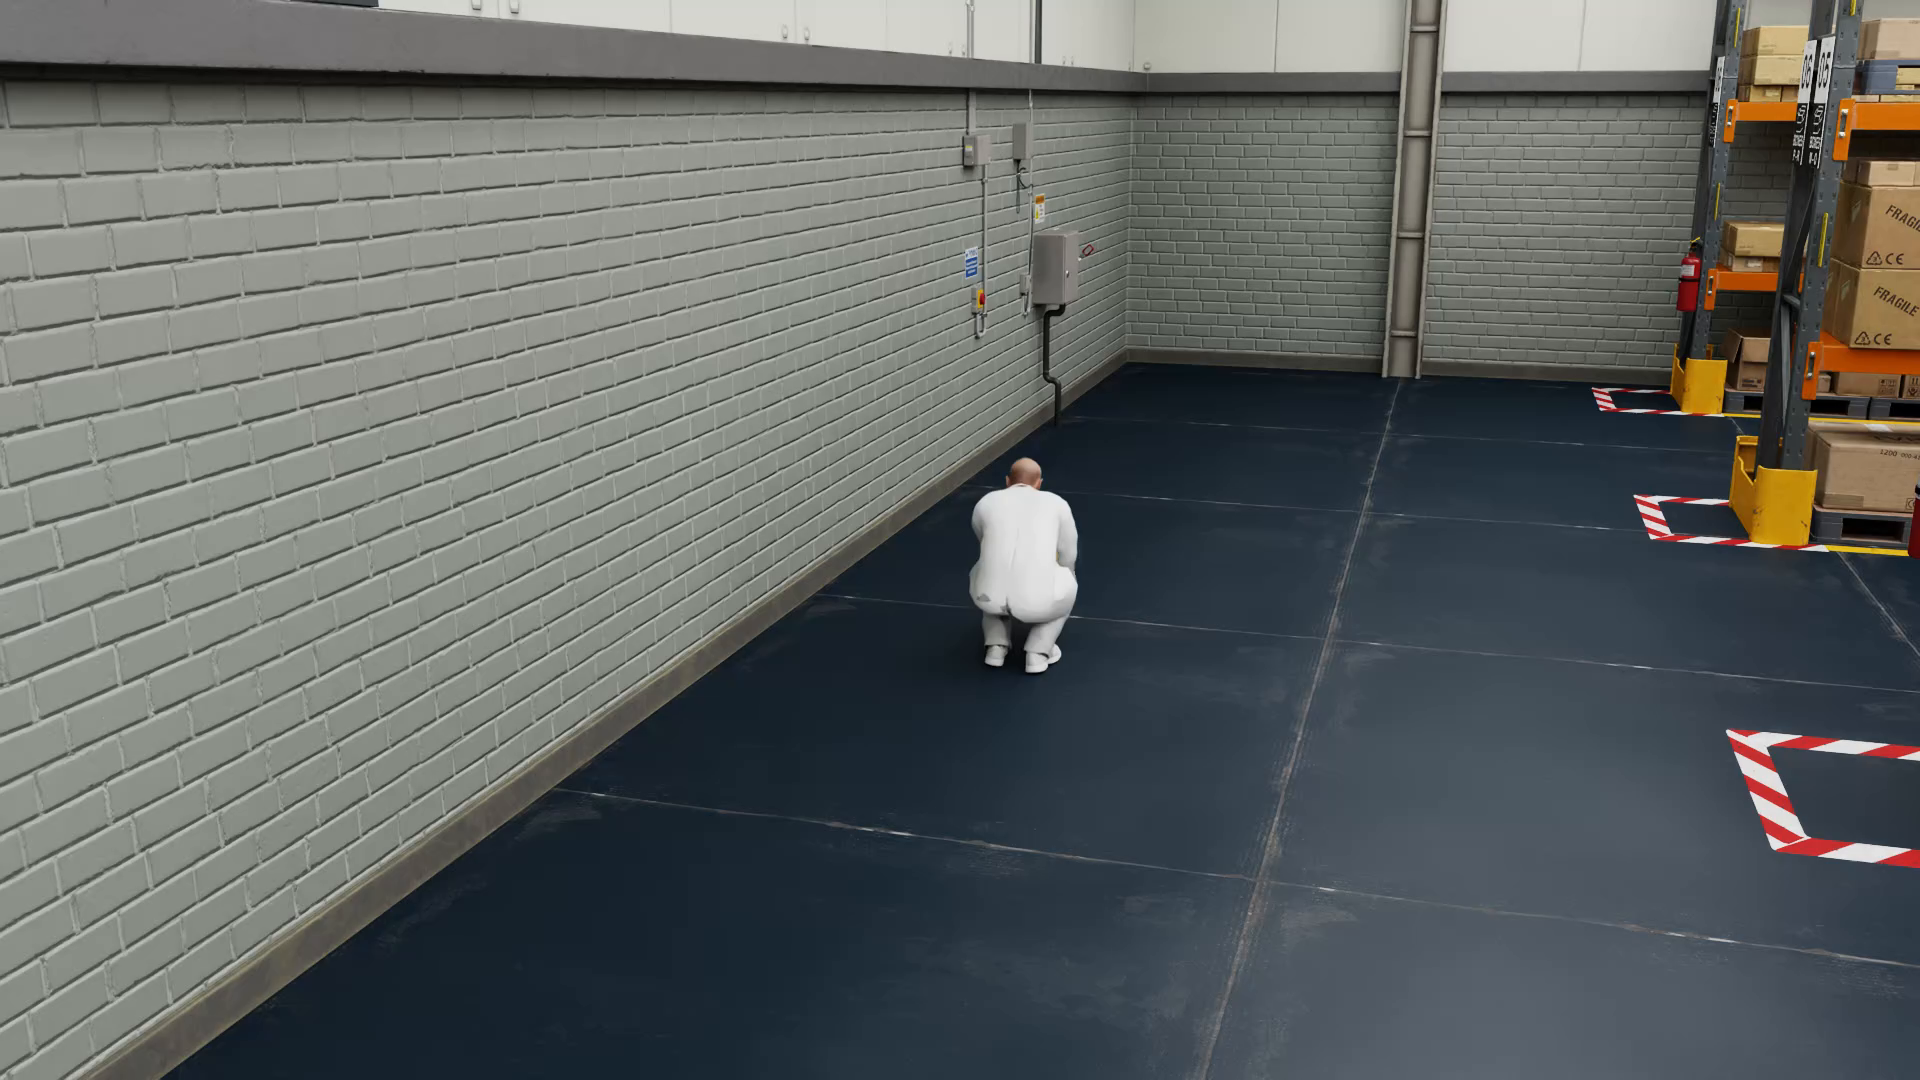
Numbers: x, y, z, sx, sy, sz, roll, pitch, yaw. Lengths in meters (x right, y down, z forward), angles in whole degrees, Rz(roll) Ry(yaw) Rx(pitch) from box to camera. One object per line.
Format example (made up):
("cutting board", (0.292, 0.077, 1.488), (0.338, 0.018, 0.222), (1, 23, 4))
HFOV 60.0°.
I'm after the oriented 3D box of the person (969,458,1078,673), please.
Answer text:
("person", (0.337, 0.114, 8.645), (0.589, 1.004, 0.910), (4, 15, 15))
